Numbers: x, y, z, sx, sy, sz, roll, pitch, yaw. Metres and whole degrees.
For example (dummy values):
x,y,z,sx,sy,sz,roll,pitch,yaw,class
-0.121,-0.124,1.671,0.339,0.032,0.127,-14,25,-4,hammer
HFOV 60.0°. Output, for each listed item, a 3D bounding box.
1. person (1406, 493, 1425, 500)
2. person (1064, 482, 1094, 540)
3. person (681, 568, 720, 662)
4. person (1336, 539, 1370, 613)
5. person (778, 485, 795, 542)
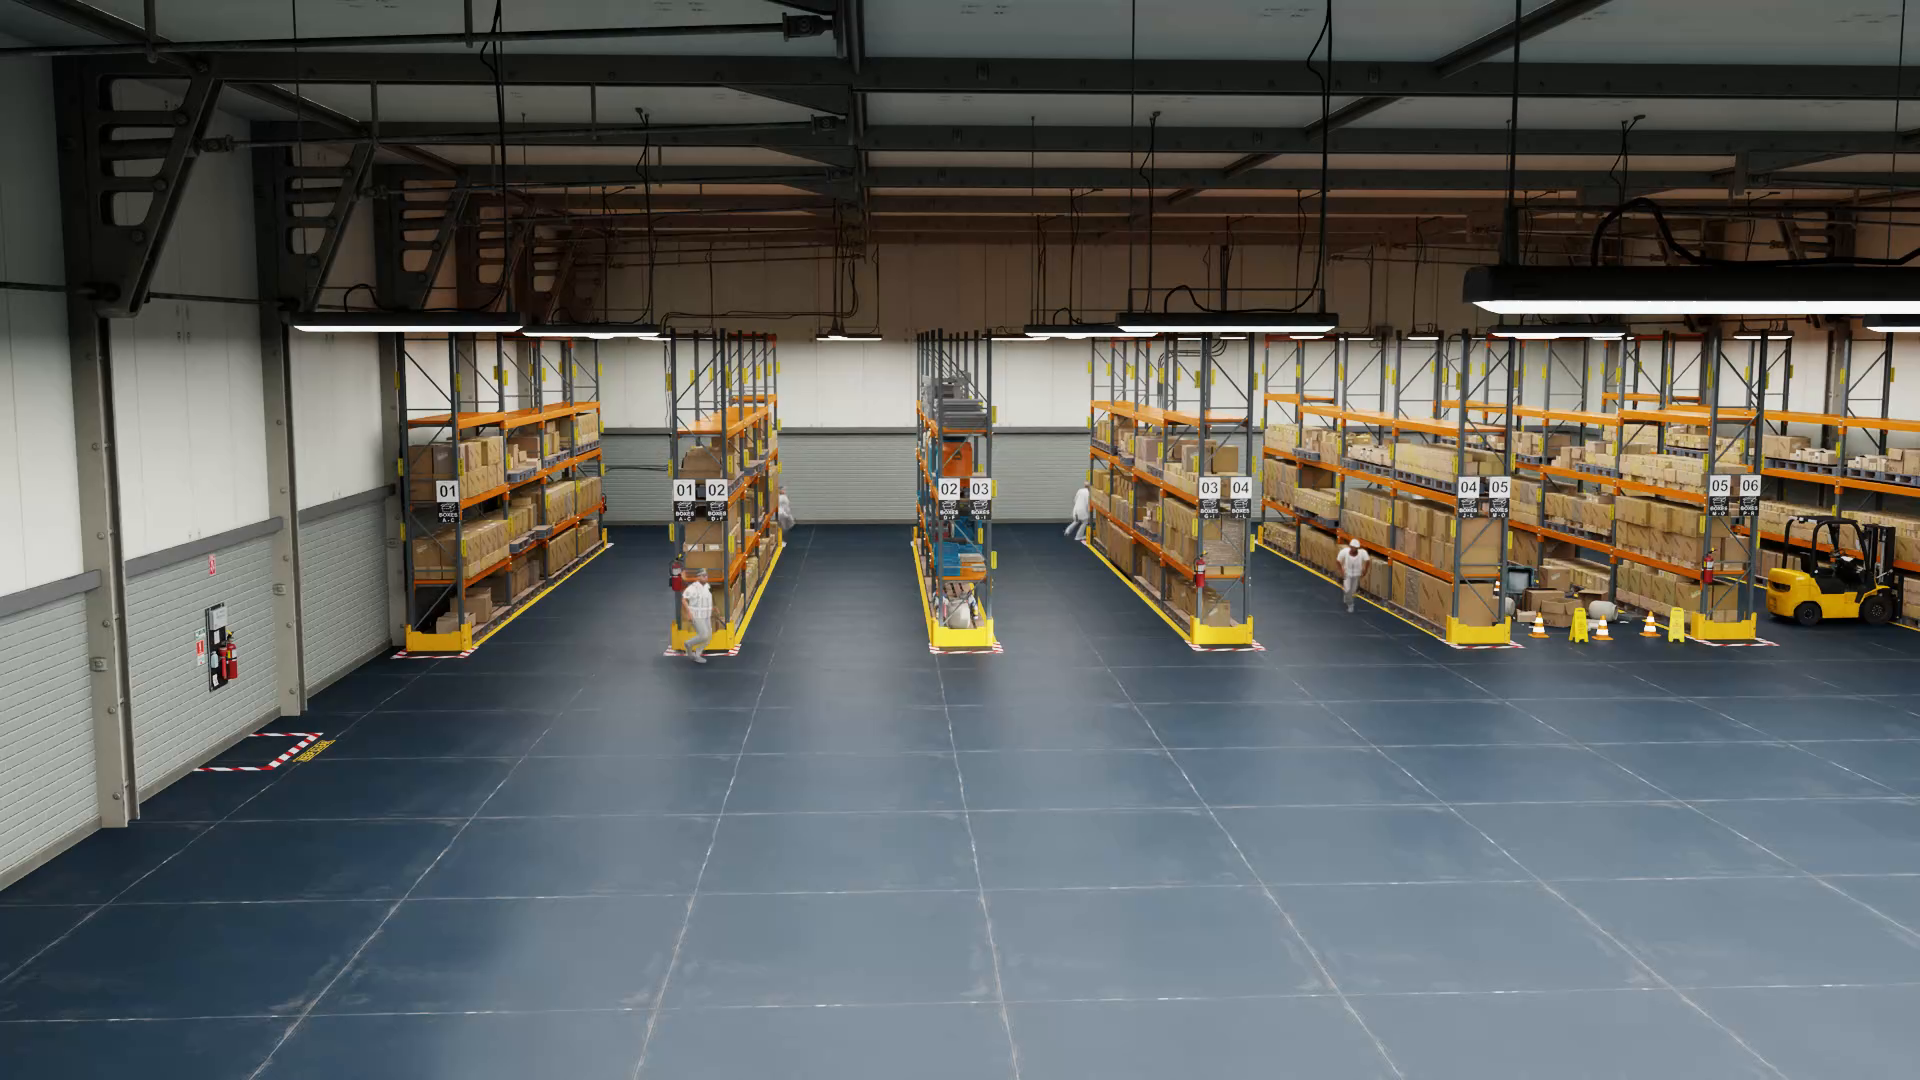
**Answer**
x,y,z,sx,sy,sz,roll,pitch,yaw,class
13.962,-1.128,50.790,0.768,1.751,0.664,-2,7,-15,person
3.498,-0.850,48.706,0.816,1.698,0.704,-4,8,-31,person
-4.642,1.351,29.902,0.636,1.729,0.649,4,8,31,person
8.417,0.742,35.663,0.720,1.607,0.974,1,7,6,person
-5.067,-0.768,48.157,0.527,1.659,0.640,3,7,23,person
